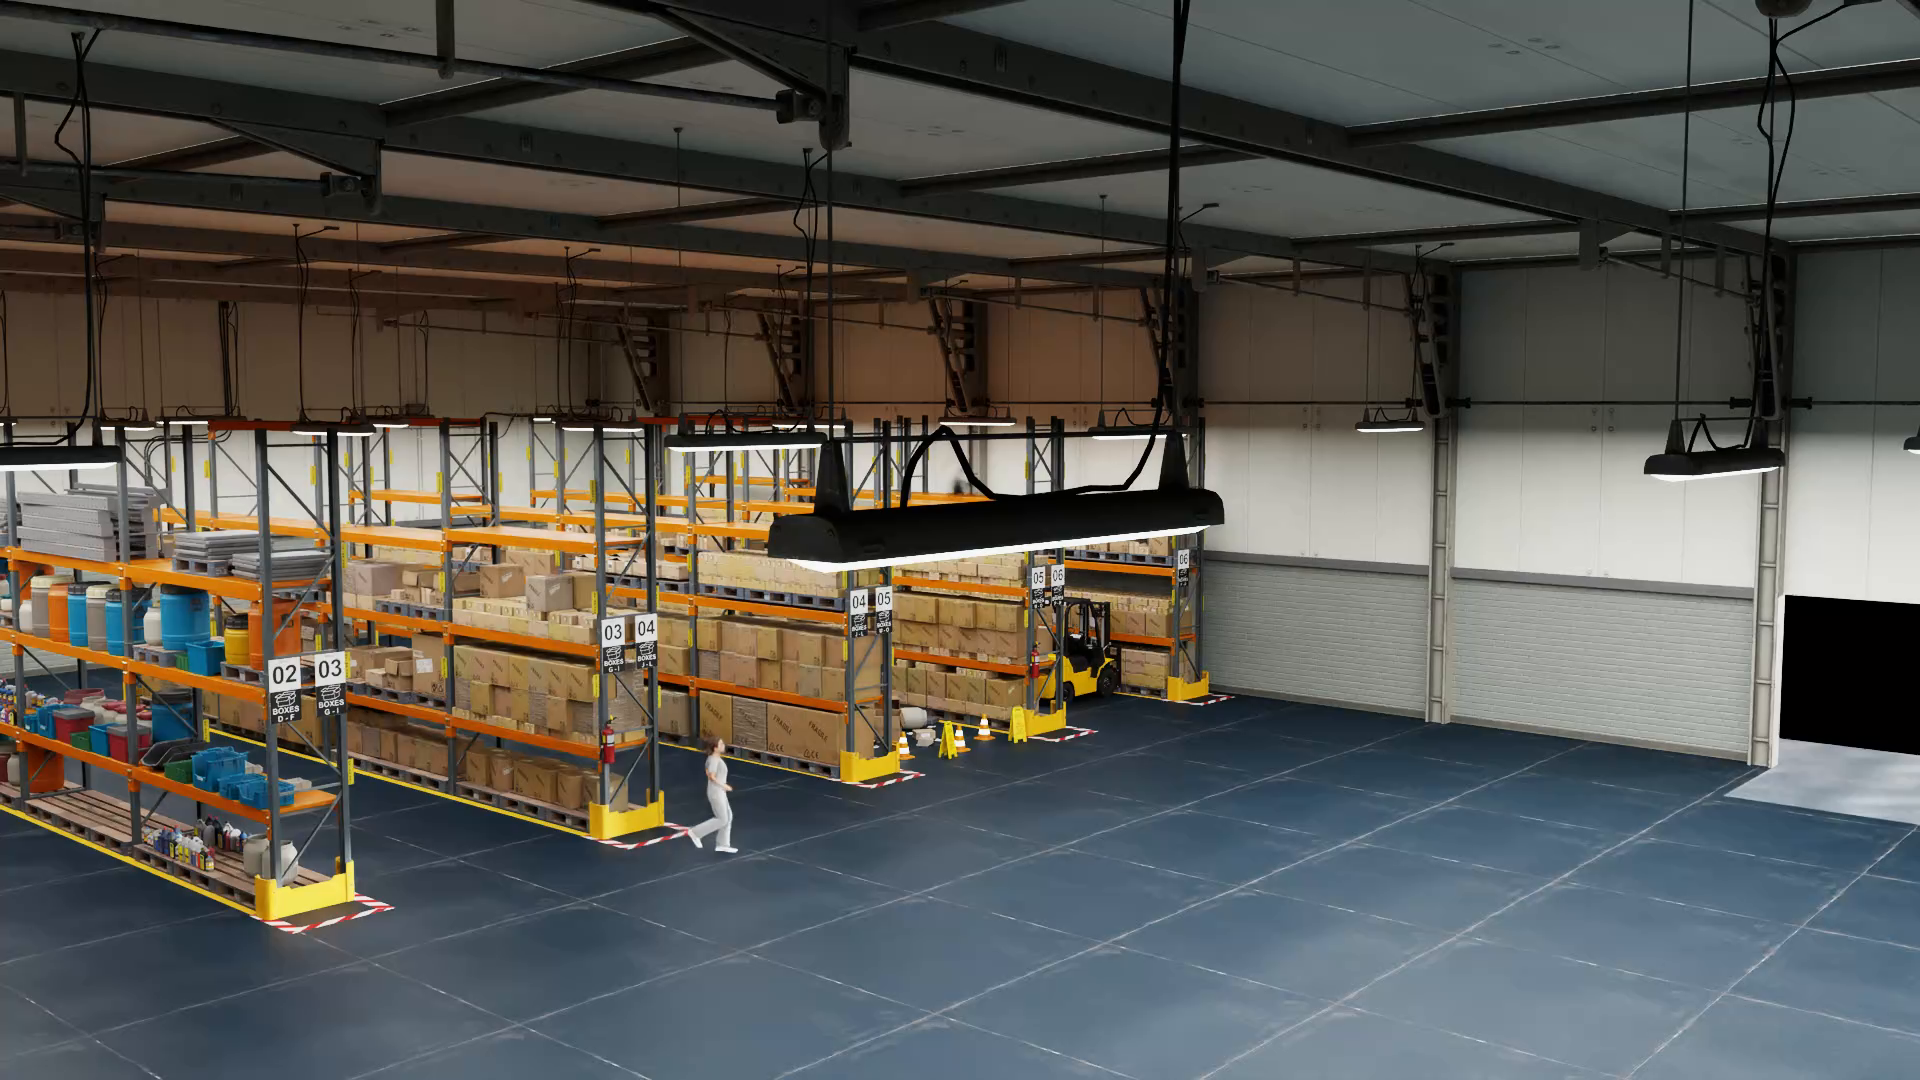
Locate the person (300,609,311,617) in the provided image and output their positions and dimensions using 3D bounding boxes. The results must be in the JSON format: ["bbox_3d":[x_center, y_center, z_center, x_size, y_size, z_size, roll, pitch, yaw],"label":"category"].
[{"bbox_3d":[-14.971,2.347,37.756,0.740,1.739,0.810,-1,5,-16],"label":"person"}]

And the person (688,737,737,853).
[{"bbox_3d":[-3.479,3.585,23.309,0.691,1.664,0.581,-1,5,-11],"label":"person"}]
